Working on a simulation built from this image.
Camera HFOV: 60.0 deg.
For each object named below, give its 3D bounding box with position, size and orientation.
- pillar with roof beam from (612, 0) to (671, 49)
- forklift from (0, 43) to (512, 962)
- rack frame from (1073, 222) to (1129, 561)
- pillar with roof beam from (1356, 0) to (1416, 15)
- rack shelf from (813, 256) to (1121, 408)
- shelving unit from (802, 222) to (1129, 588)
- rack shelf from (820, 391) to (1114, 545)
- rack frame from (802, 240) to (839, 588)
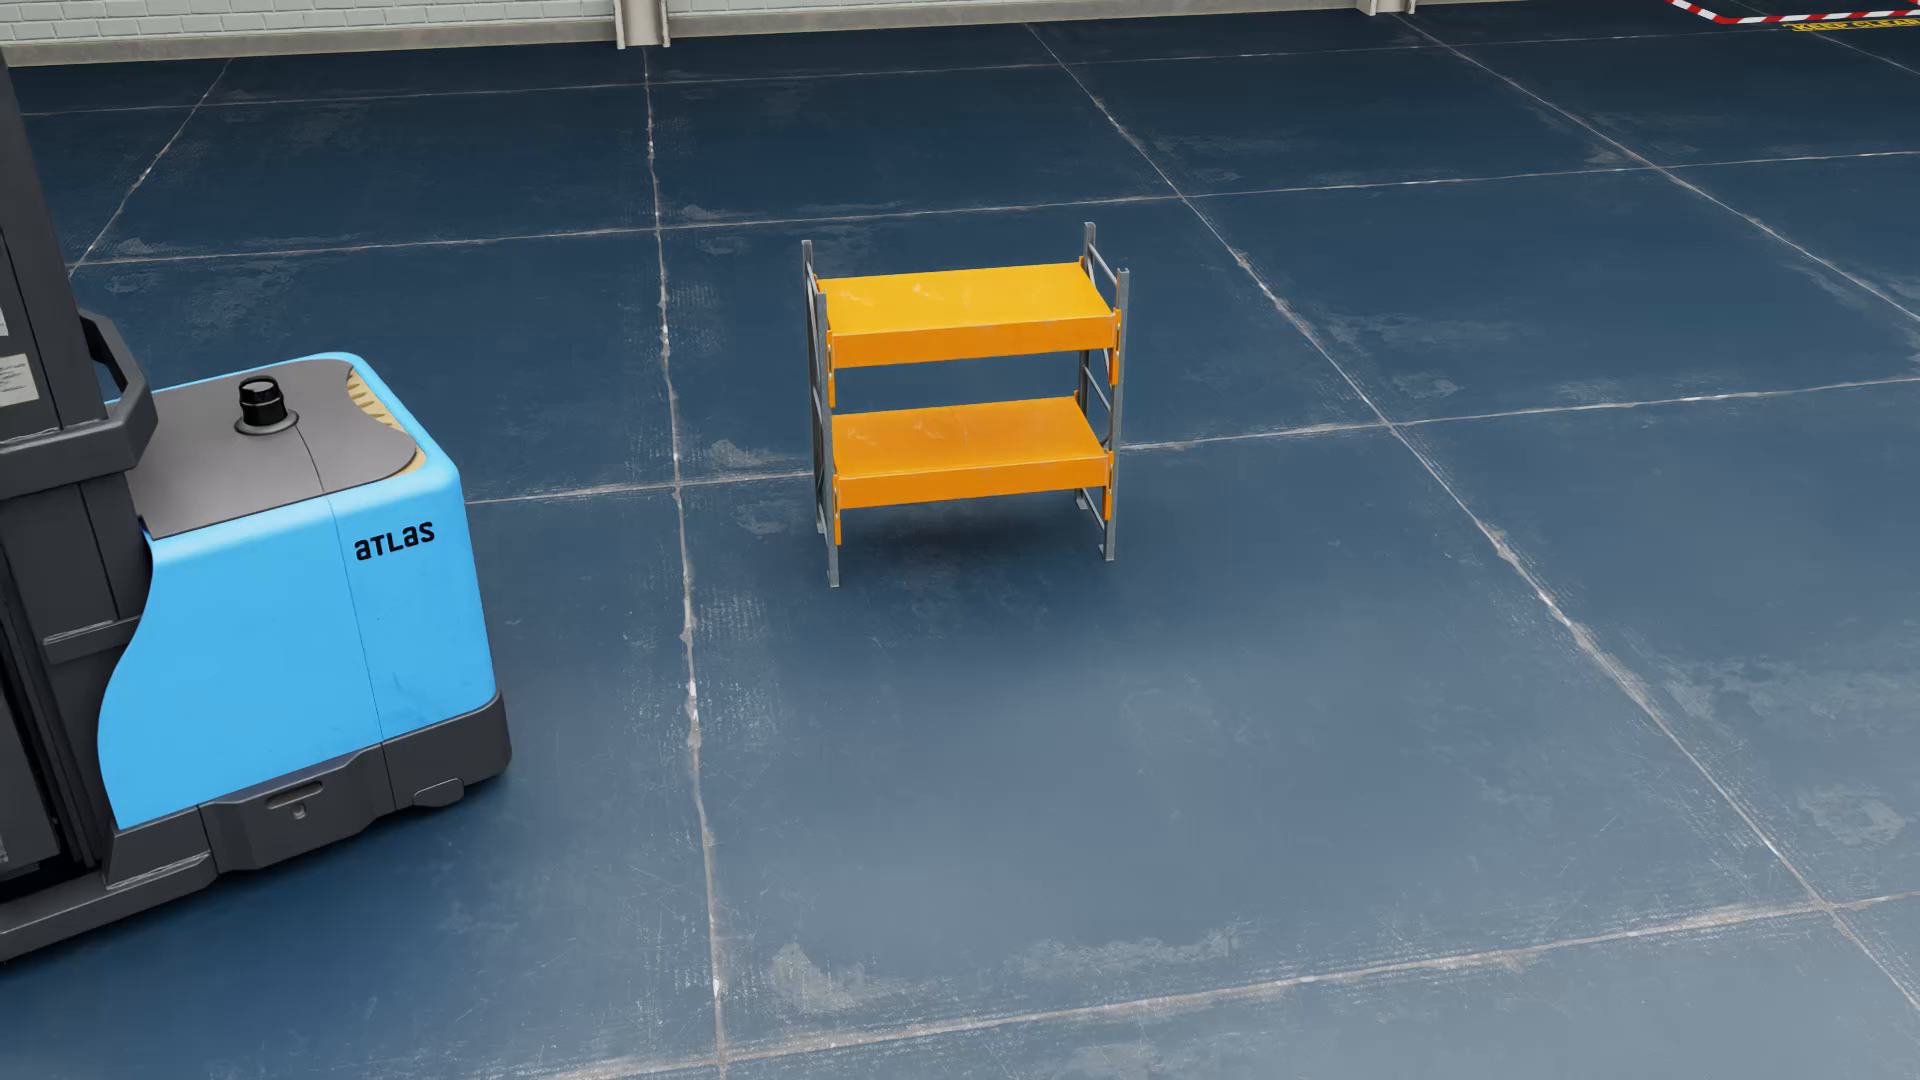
[{"bbox_3d":[-1.642,-5.533,6.782,0.400,9.000,9.100,-5,31,-9],"label":"pillar with roof beam"},{"bbox_3d":[-2.857,-0.324,3.909,3.031,2.935,1.130,-19,35,-29],"label":"forklift"},{"bbox_3d":[0.507,-0.532,6.045,0.032,1.125,0.500,-5,31,-9],"label":"rack frame"},{"bbox_3d":[4.259,-6.081,7.714,0.400,9.000,9.100,-5,31,-9],"label":"pillar with roof beam"},{"bbox_3d":[0.007,-0.738,5.818,1.000,0.278,0.538,-5,31,-9],"label":"rack shelf"},{"bbox_3d":[0.007,-0.486,5.966,1.048,1.125,0.538,-5,31,-9],"label":"shelving unit"},{"bbox_3d":[0.007,-0.275,6.090,1.000,0.278,0.538,-5,31,-9],"label":"rack shelf"},{"bbox_3d":[-0.493,-0.439,5.887,0.032,1.125,0.500,-5,31,-9],"label":"rack frame"}]
